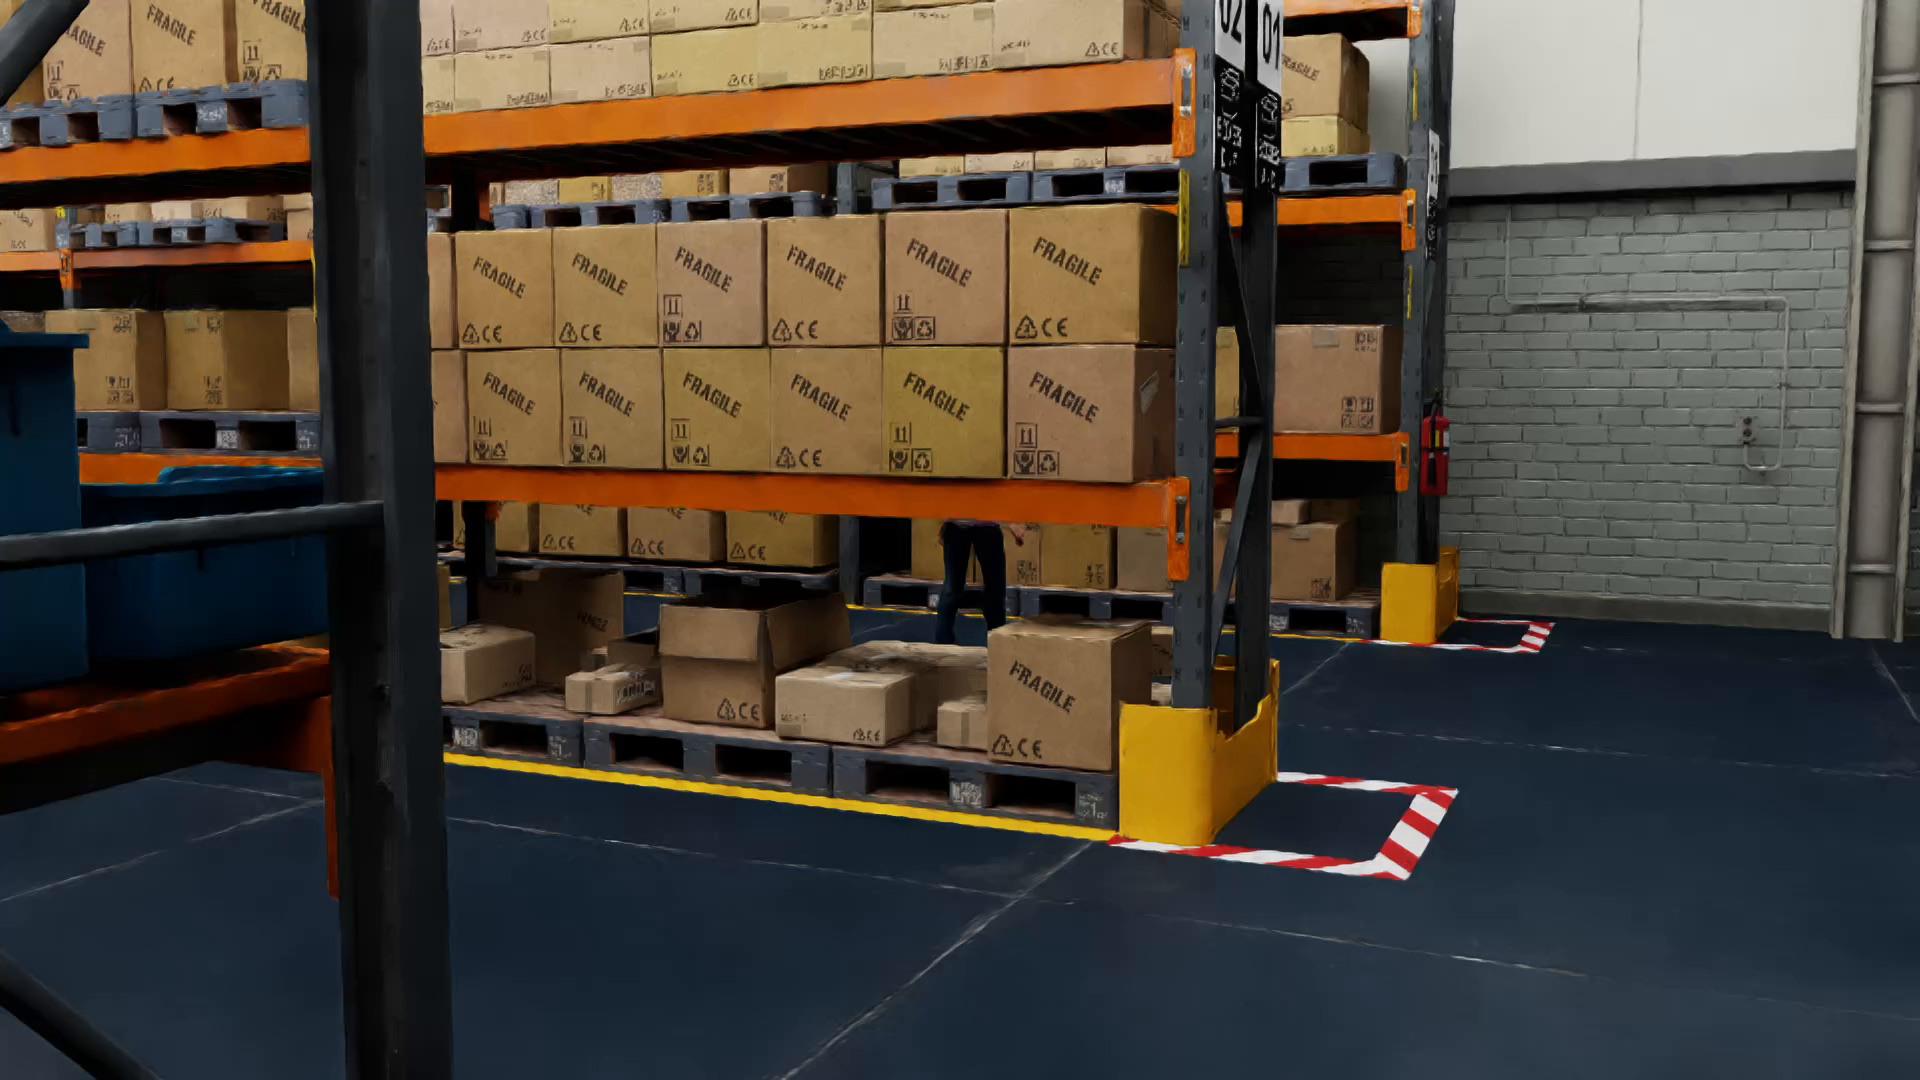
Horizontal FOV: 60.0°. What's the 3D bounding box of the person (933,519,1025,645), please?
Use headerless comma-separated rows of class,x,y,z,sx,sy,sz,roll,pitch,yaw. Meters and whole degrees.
person,0.141,-0.076,9.543,0.604,1.591,0.572,5,8,41
